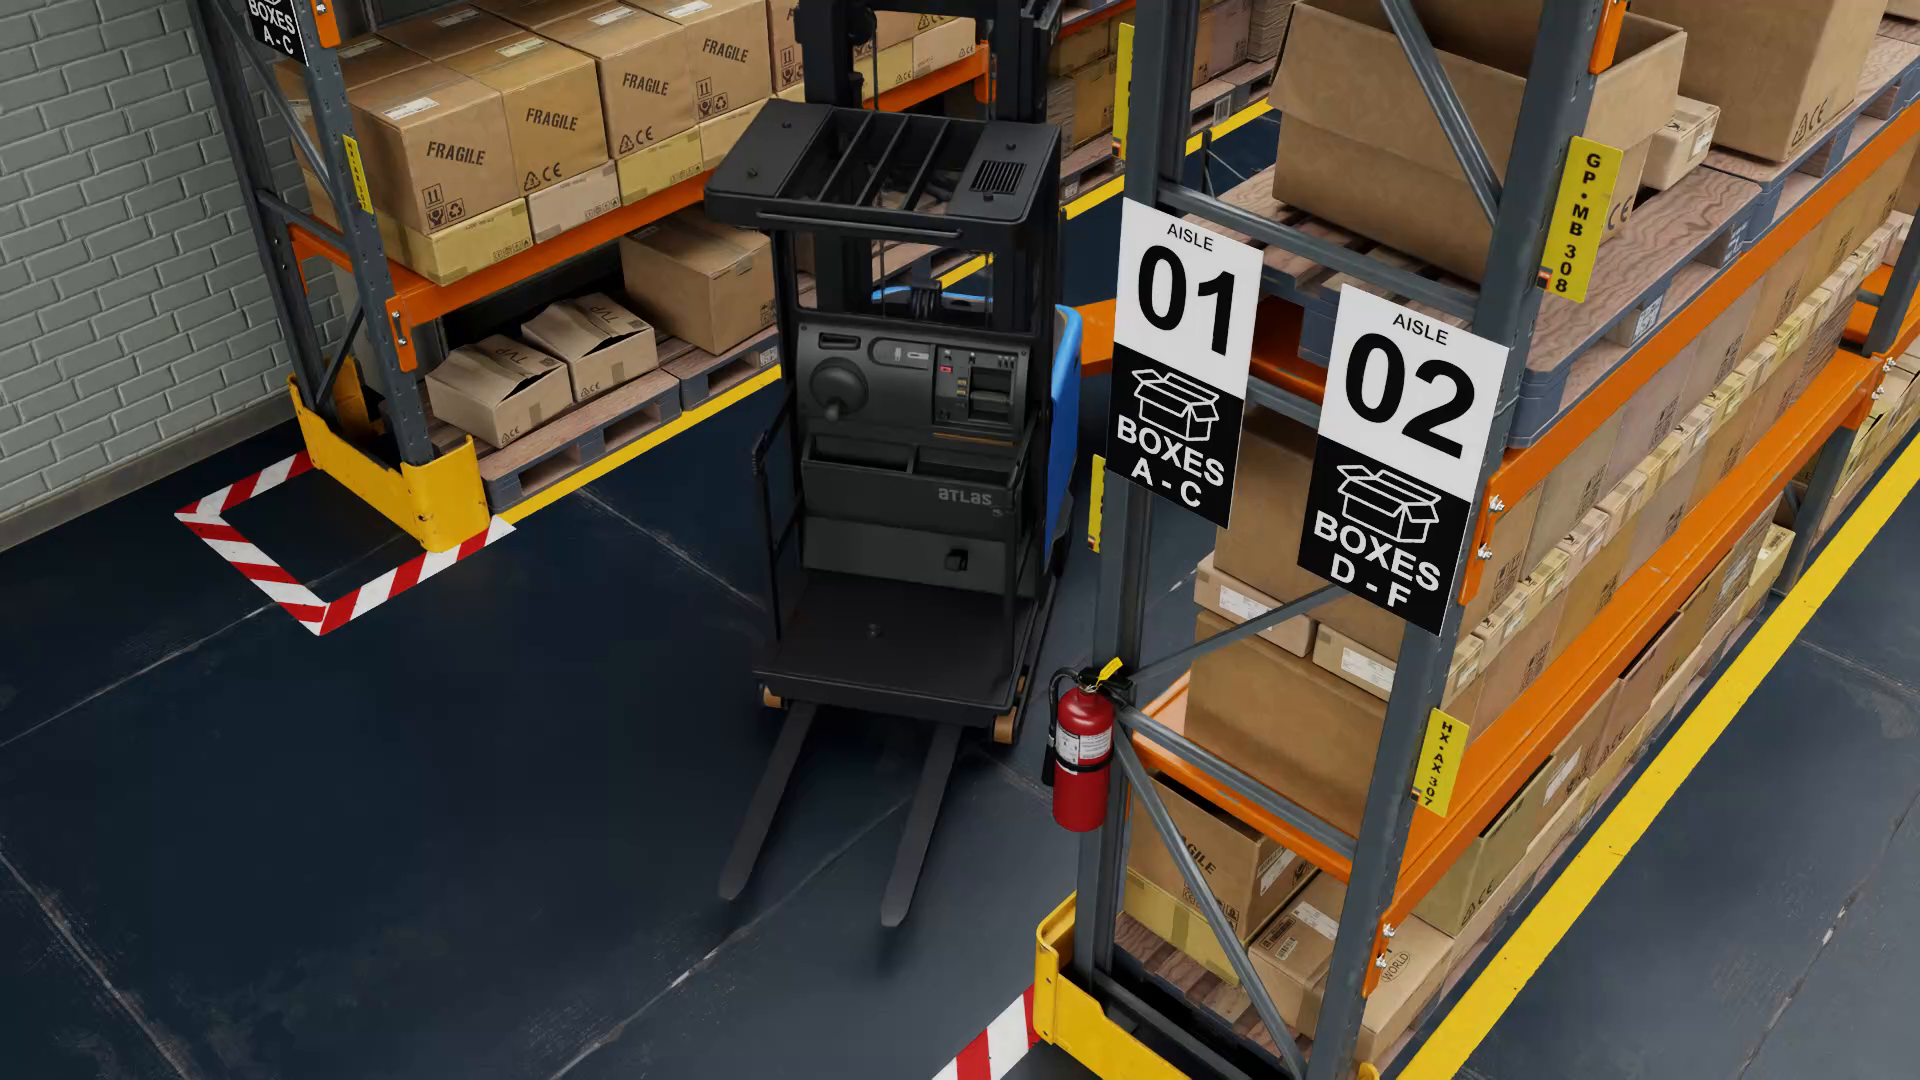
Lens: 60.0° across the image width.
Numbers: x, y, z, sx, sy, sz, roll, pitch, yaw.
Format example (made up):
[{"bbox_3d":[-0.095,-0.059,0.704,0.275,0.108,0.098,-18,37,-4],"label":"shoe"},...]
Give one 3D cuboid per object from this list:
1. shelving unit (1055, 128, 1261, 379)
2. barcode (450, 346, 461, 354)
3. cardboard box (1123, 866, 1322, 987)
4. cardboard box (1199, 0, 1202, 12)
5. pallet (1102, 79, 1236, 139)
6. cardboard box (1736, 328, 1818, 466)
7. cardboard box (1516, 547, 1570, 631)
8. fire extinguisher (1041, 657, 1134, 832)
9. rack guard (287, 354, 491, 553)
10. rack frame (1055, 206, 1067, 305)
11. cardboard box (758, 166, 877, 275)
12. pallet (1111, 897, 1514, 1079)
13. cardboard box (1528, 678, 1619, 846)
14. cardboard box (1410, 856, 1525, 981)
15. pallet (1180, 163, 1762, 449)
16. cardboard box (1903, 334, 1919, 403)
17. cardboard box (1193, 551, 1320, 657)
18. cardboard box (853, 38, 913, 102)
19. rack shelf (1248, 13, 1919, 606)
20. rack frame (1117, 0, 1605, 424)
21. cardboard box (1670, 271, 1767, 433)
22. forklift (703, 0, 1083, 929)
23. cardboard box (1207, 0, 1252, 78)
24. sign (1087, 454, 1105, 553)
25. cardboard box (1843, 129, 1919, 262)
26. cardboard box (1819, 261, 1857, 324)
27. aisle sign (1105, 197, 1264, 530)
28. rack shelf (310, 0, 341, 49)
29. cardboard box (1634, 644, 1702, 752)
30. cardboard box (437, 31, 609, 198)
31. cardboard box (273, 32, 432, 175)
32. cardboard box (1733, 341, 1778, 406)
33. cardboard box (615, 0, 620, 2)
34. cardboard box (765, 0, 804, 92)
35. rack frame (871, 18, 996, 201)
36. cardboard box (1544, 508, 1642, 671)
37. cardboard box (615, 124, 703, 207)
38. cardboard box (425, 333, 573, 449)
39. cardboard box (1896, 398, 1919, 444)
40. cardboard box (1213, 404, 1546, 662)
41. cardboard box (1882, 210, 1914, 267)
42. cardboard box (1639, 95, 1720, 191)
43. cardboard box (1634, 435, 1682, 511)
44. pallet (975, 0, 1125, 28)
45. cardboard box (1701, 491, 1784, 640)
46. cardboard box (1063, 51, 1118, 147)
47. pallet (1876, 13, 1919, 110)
[{"bbox_3d":[0.845,-1.165,8.294,1.083,1.500,0.587,-15,41,-18],"label":"shelving unit"},{"bbox_3d":[-2.616,-0.964,8.636,0.001,0.075,0.075,30,47,32],"label":"barcode"},{"bbox_3d":[0.936,1.235,5.942,0.500,0.250,0.500,30,47,32],"label":"cardboard box"},{"bbox_3d":[1.309,-3.721,11.355,0.500,0.250,0.500,29,47,32],"label":"cardboard box"},{"bbox_3d":[1.179,-3.052,11.702,1.003,0.211,1.213,30,47,32],"label":"pallet"},{"bbox_3d":[2.846,-0.731,6.463,0.700,0.500,0.500,29,47,31],"label":"cardboard box"},{"bbox_3d":[1.562,0.074,4.928,0.380,0.149,0.250,30,47,32],"label":"cardboard box"},{"bbox_3d":[0.370,0.583,4.952,0.296,0.674,0.183,30,47,32],"label":"fire extinguisher"},{"bbox_3d":[-2.815,-0.441,8.187,1.175,0.500,0.348,30,47,32],"label":"rack guard"},{"bbox_3d":[0.370,-1.038,8.134,0.032,1.500,0.500,-15,41,-18],"label":"rack frame"},{"bbox_3d":[-0.838,-1.922,9.696,0.500,0.500,0.500,26,45,29],"label":"cardboard box"},{"bbox_3d":[1.278,1.416,6.083,1.003,0.211,1.213,30,47,32],"label":"pallet"},{"bbox_3d":[1.982,0.694,6.021,0.500,0.500,0.500,30,47,32],"label":"cardboard box"},{"bbox_3d":[1.653,1.221,5.959,0.500,0.250,0.500,30,47,32],"label":"cardboard box"},{"bbox_3d":[1.289,-0.760,4.240,1.003,0.211,1.213,30,47,32],"label":"pallet"},{"bbox_3d":[4.644,-1.003,8.306,0.500,0.311,0.500,28,46,31],"label":"cardboard box"},{"bbox_3d":[0.910,0.145,4.839,0.380,0.149,0.250,29,47,31],"label":"cardboard box"},{"bbox_3d":[-0.606,-2.601,8.999,0.500,0.250,0.500,30,47,32],"label":"cardboard box"},{"bbox_3d":[2.142,-1.118,5.197,1.077,0.370,4.000,30,47,32],"label":"rack shelf"},{"bbox_3d":[0.793,-1.654,2.884,1.000,3.000,0.127,30,47,32],"label":"rack frame"},{"bbox_3d":[2.181,-0.793,5.497,0.700,0.500,0.500,30,47,32],"label":"cardboard box"},{"bbox_3d":[-0.232,-0.552,6.373,1.130,2.935,3.031,8,39,10],"label":"forklift"},{"bbox_3d":[1.650,-3.713,11.948,0.700,0.500,0.500,30,47,32],"label":"cardboard box"},{"bbox_3d":[0.402,-0.086,4.611,0.100,0.325,0.005,30,47,32],"label":"sign"},{"bbox_3d":[3.197,-1.484,6.367,0.700,0.500,0.500,30,47,32],"label":"cardboard box"},{"bbox_3d":[3.123,-0.988,6.264,0.380,0.149,0.250,28,46,31],"label":"cardboard box"},{"bbox_3d":[0.532,-0.417,4.059,0.394,0.787,0.004,30,47,32],"label":"aisle sign"},{"bbox_3d":[-1.517,-3.196,7.810,1.077,0.370,4.000,30,47,32],"label":"rack shelf"},{"bbox_3d":[2.669,0.534,6.823,0.500,0.250,0.500,30,47,32],"label":"cardboard box"},{"bbox_3d":[-1.982,-1.943,7.569,0.500,0.500,0.500,30,47,32],"label":"cardboard box"},{"bbox_3d":[-2.705,-1.933,7.556,0.500,0.500,0.500,29,47,31],"label":"cardboard box"},{"bbox_3d":[2.608,-0.639,5.826,0.380,0.149,0.250,31,48,33],"label":"cardboard box"},{"bbox_3d":[-1.673,-2.631,8.434,0.500,0.500,0.500,30,47,32],"label":"cardboard box"},{"bbox_3d":[-0.939,-2.659,8.470,0.500,0.500,0.500,28,46,31],"label":"cardboard box"},{"bbox_3d":[-0.168,-3.222,9.676,1.000,3.000,0.127,30,47,32],"label":"rack frame"},{"bbox_3d":[1.807,-0.023,5.573,0.700,0.500,0.500,30,47,32],"label":"cardboard box"},{"bbox_3d":[-1.615,-1.901,8.118,0.500,0.250,0.500,29,47,31],"label":"cardboard box"},{"bbox_3d":[-2.333,-0.784,8.417,0.500,0.311,0.500,24,44,27],"label":"cardboard box"},{"bbox_3d":[4.640,-0.787,8.485,0.500,0.250,0.500,28,46,31],"label":"cardboard box"},{"bbox_3d":[1.153,-0.087,4.610,0.700,0.500,0.500,30,47,32],"label":"cardboard box"},{"bbox_3d":[4.240,-1.367,7.544,0.380,0.149,0.250,30,47,32],"label":"cardboard box"},{"bbox_3d":[1.717,-1.068,4.308,0.380,0.149,0.250,30,47,32],"label":"cardboard box"},{"bbox_3d":[2.084,-0.282,5.376,0.380,0.149,0.250,29,47,31],"label":"cardboard box"},{"bbox_3d":[0.455,-3.437,10.100,1.003,0.211,1.213,30,47,32],"label":"pallet"},{"bbox_3d":[2.994,0.004,6.888,0.500,0.500,0.500,30,47,32],"label":"cardboard box"},{"bbox_3d":[0.628,-3.020,11.076,0.700,0.500,0.500,29,47,31],"label":"cardboard box"},{"bbox_3d":[2.935,-1.881,5.650,1.003,0.211,1.213,30,47,32],"label":"pallet"}]
